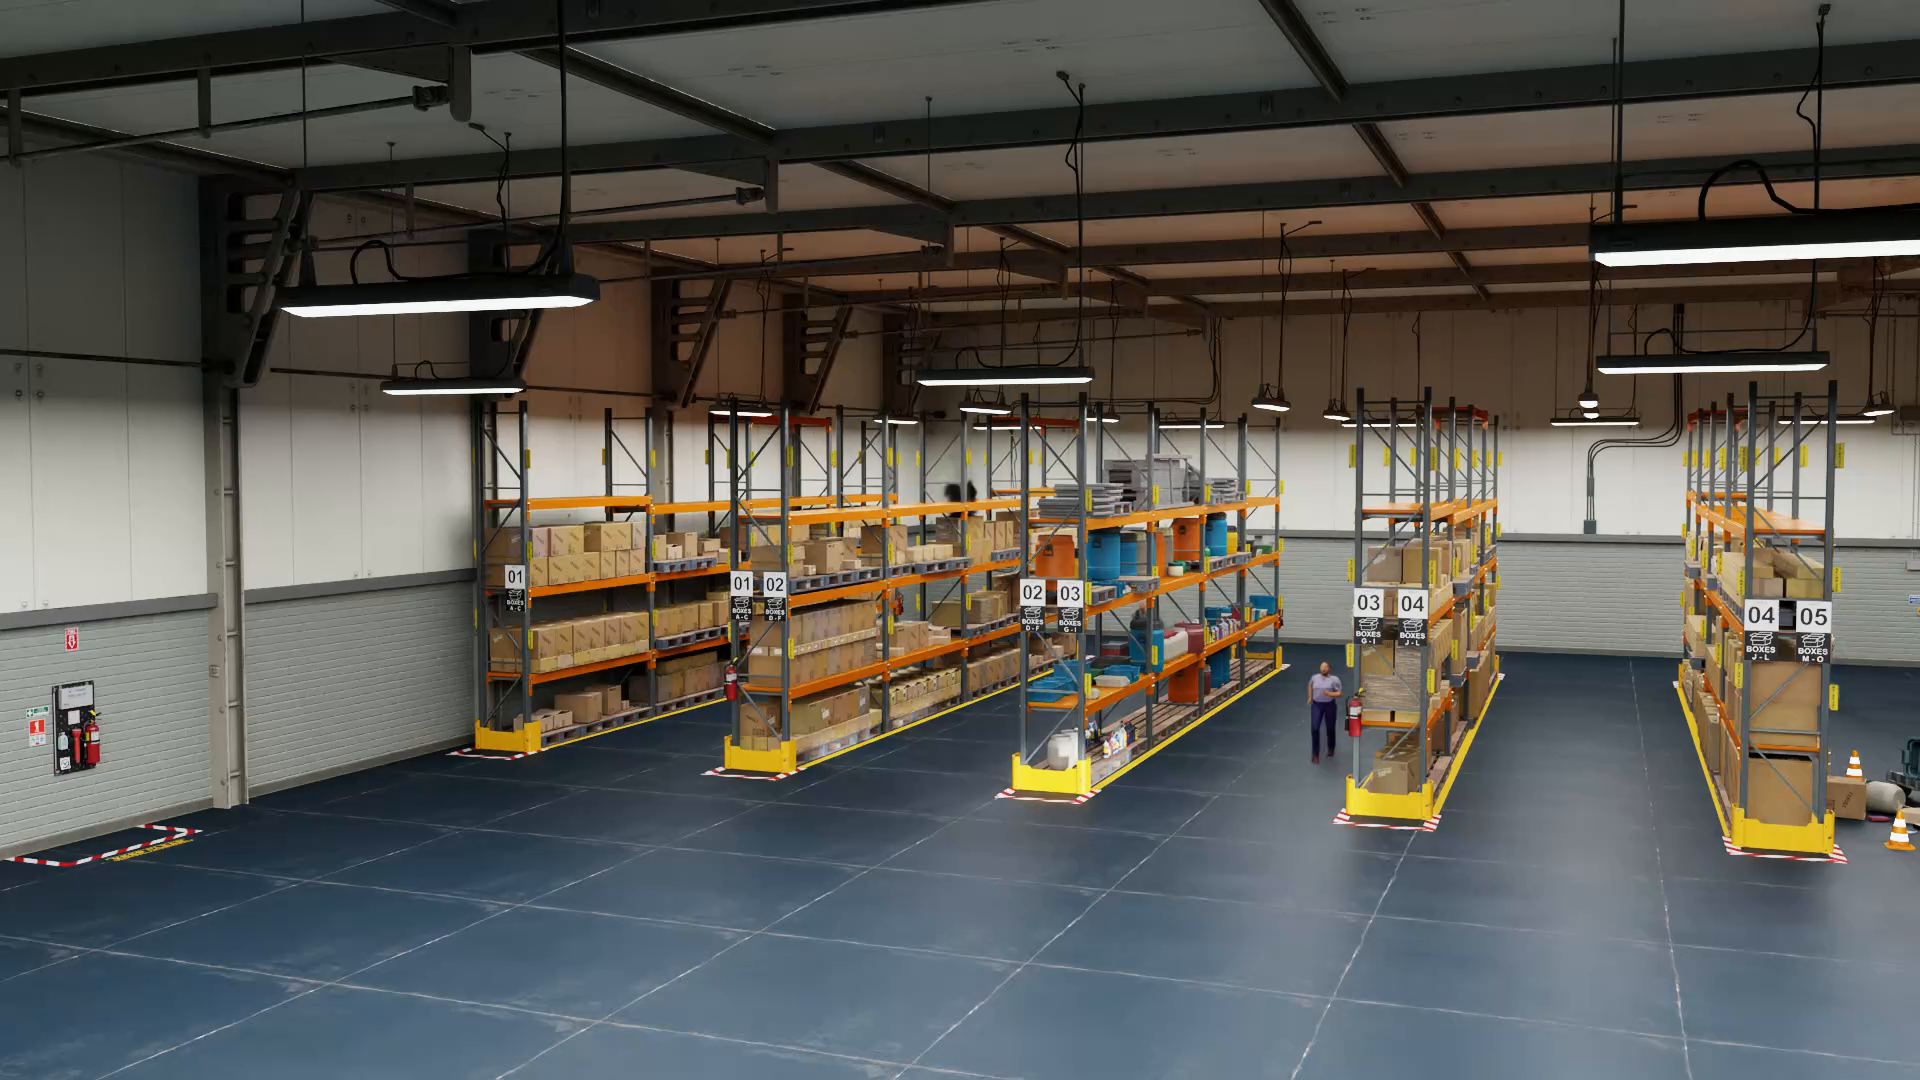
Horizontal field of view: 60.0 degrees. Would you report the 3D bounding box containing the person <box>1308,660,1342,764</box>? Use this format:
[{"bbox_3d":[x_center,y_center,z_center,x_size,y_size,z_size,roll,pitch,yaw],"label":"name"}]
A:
[{"bbox_3d":[6.044,2.840,27.572,0.582,1.709,0.767,1,3,19],"label":"person"}]

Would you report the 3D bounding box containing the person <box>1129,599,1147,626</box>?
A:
[{"bbox_3d":[4.012,2.145,36.390,0.610,1.726,0.877,1,3,22],"label":"person"}]
